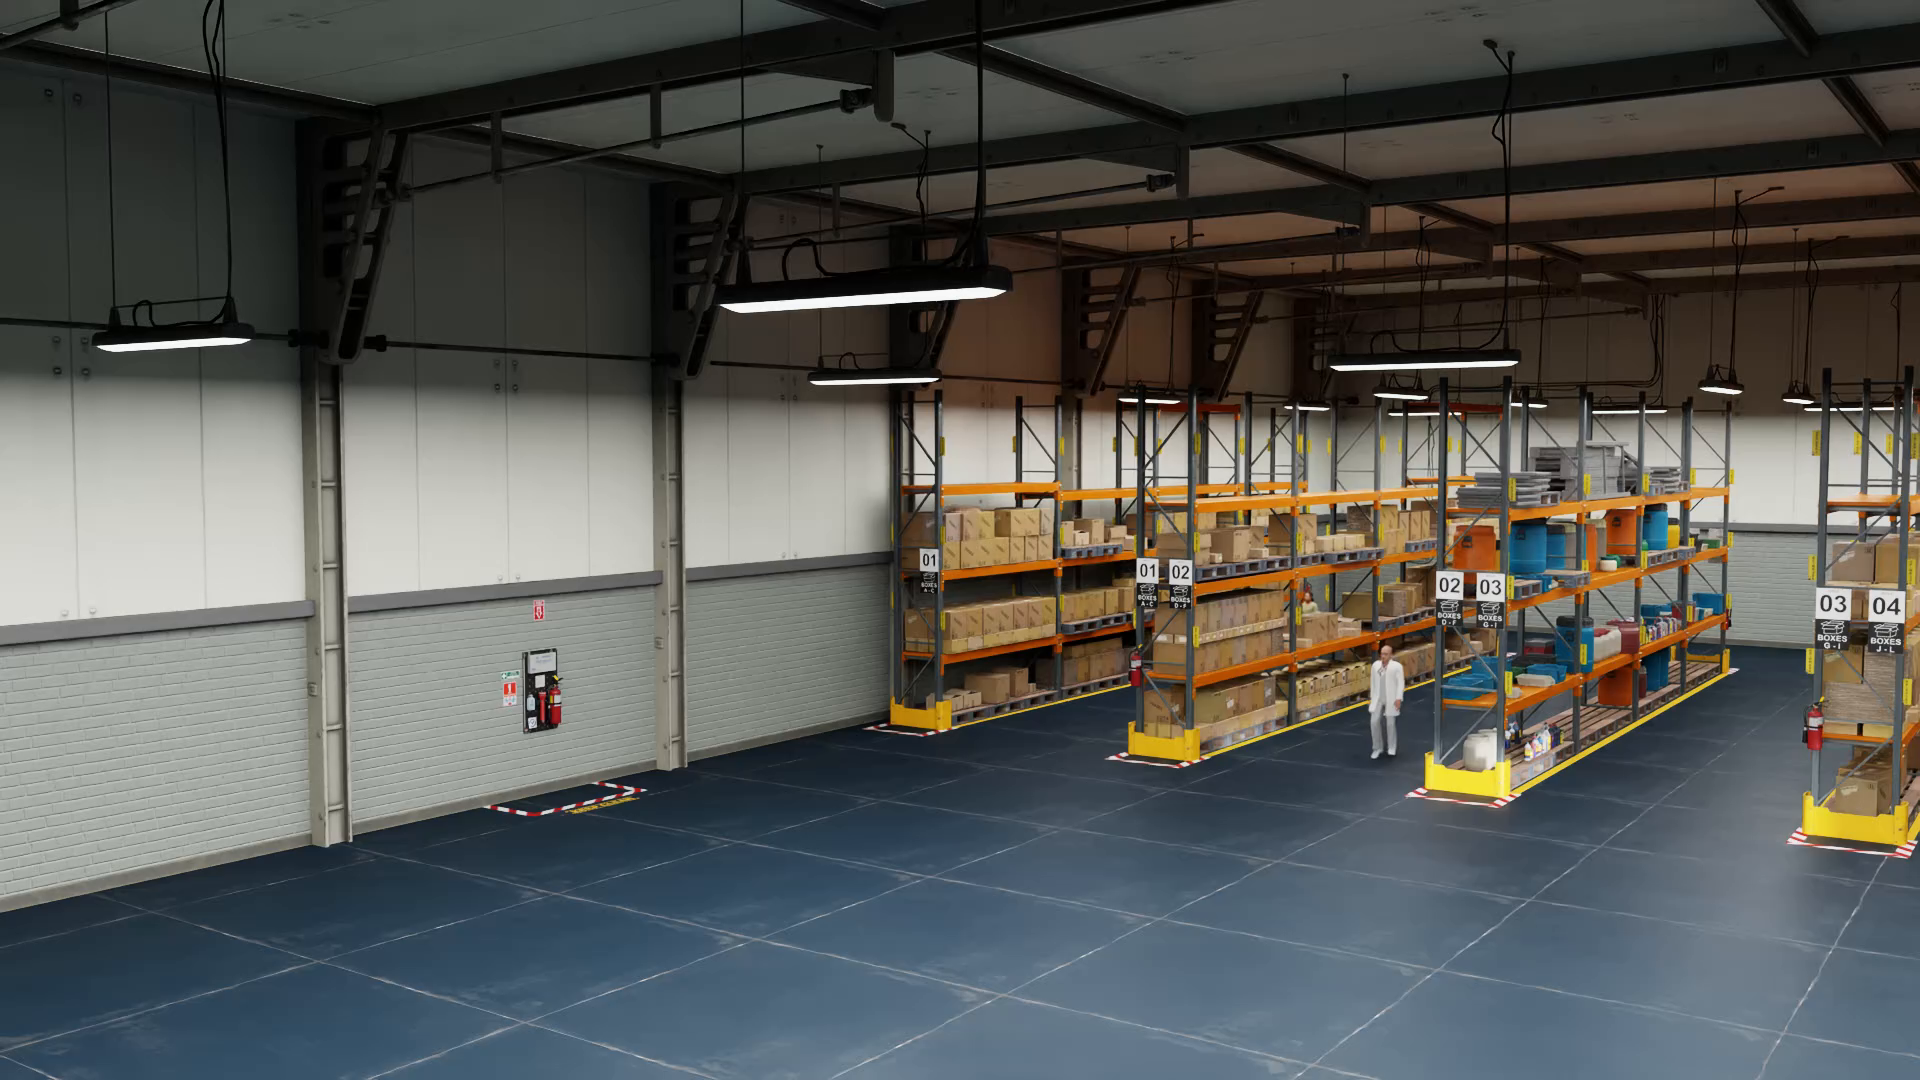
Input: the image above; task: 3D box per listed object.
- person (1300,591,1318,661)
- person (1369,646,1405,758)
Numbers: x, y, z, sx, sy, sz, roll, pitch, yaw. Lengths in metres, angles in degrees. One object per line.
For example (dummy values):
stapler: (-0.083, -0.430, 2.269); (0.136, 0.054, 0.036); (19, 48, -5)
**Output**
person: (8.127, 1.996, 38.778); (0.474, 1.610, 1.058); (2, 4, 33)
person: (6.887, 2.630, 26.828); (0.629, 1.854, 0.587); (2, 4, 36)
